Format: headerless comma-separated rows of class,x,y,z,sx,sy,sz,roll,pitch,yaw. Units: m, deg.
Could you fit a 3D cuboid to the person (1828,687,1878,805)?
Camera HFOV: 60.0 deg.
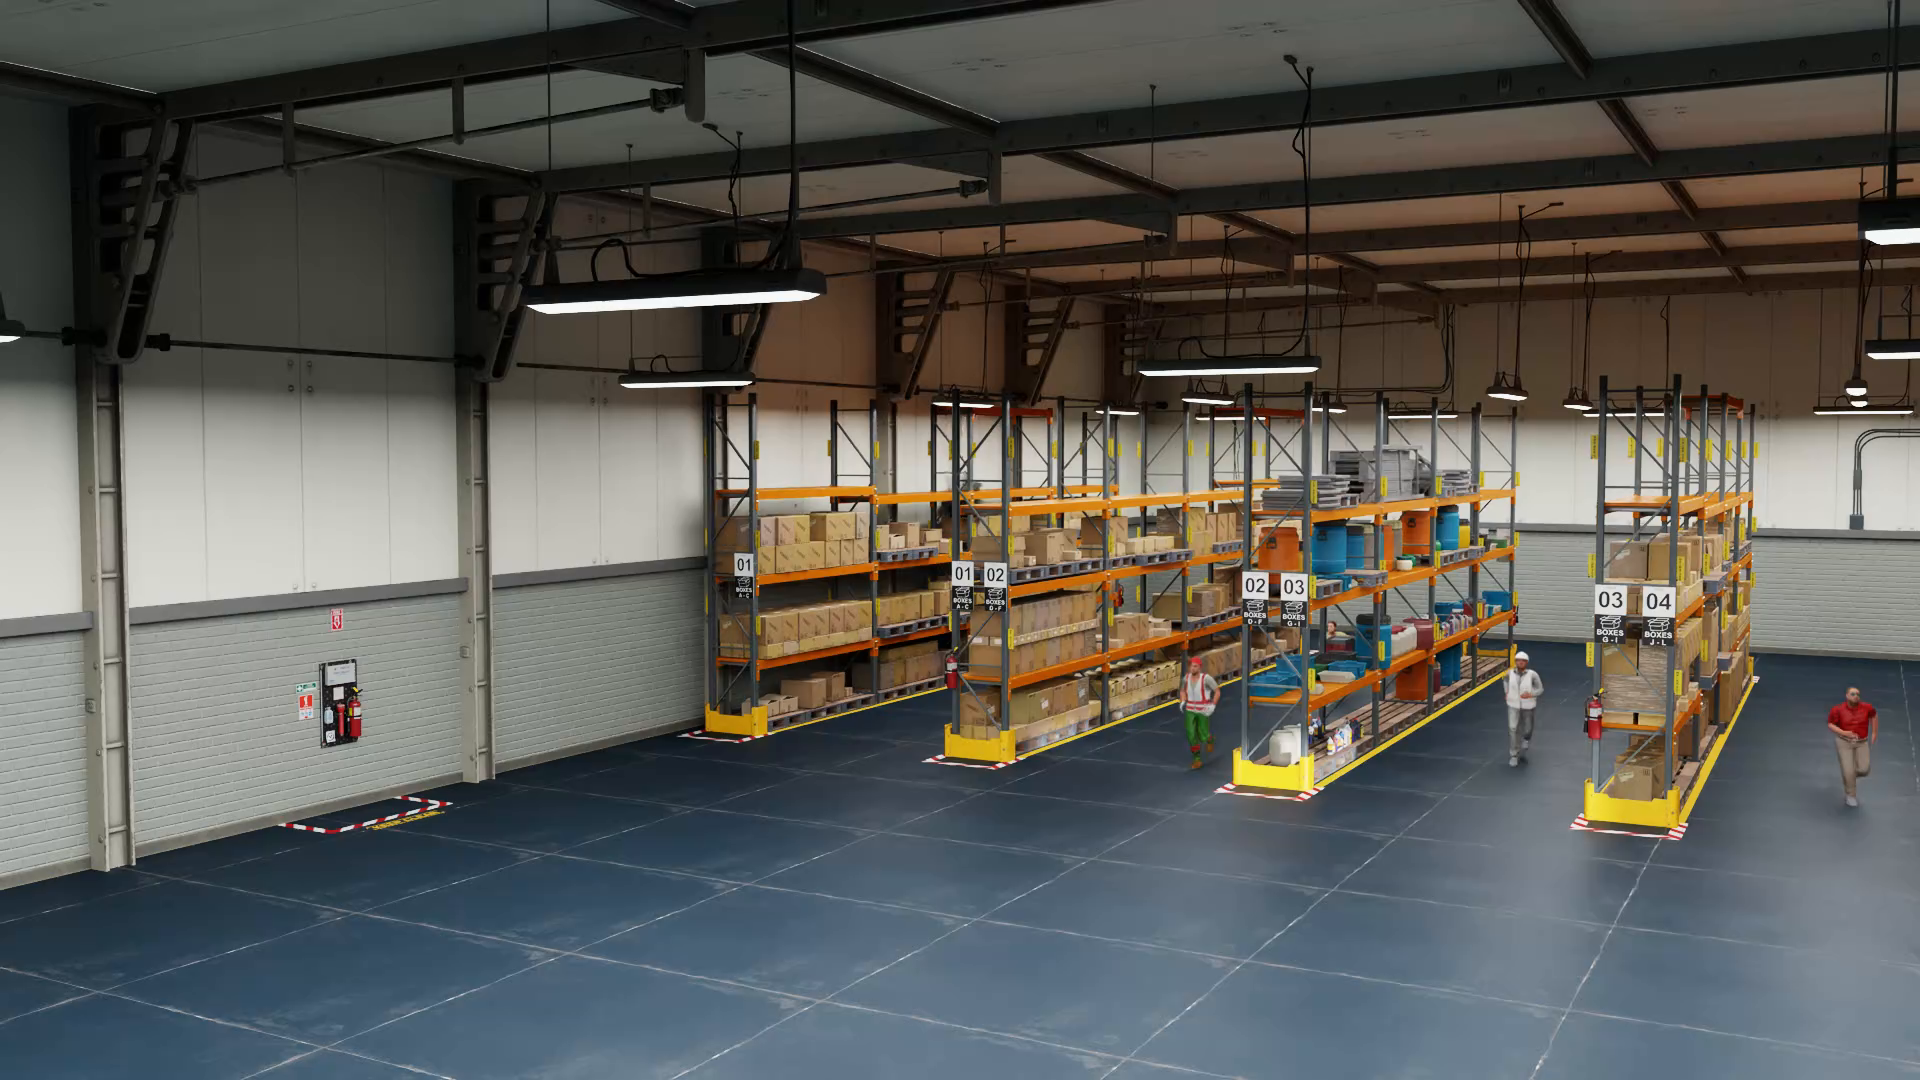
person,12.627,2.909,23.469,0.706,1.680,0.679,1,3,10

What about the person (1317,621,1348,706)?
person,7.406,2.408,32.934,0.578,1.671,1.012,2,4,33

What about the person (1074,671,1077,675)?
person,2.257,2.220,35.346,0.704,1.735,0.724,1,3,22

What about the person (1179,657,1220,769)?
person,3.800,2.720,26.404,0.678,1.749,0.786,2,4,29

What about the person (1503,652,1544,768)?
person,9.032,2.684,26.683,0.624,1.791,1.114,1,3,20
